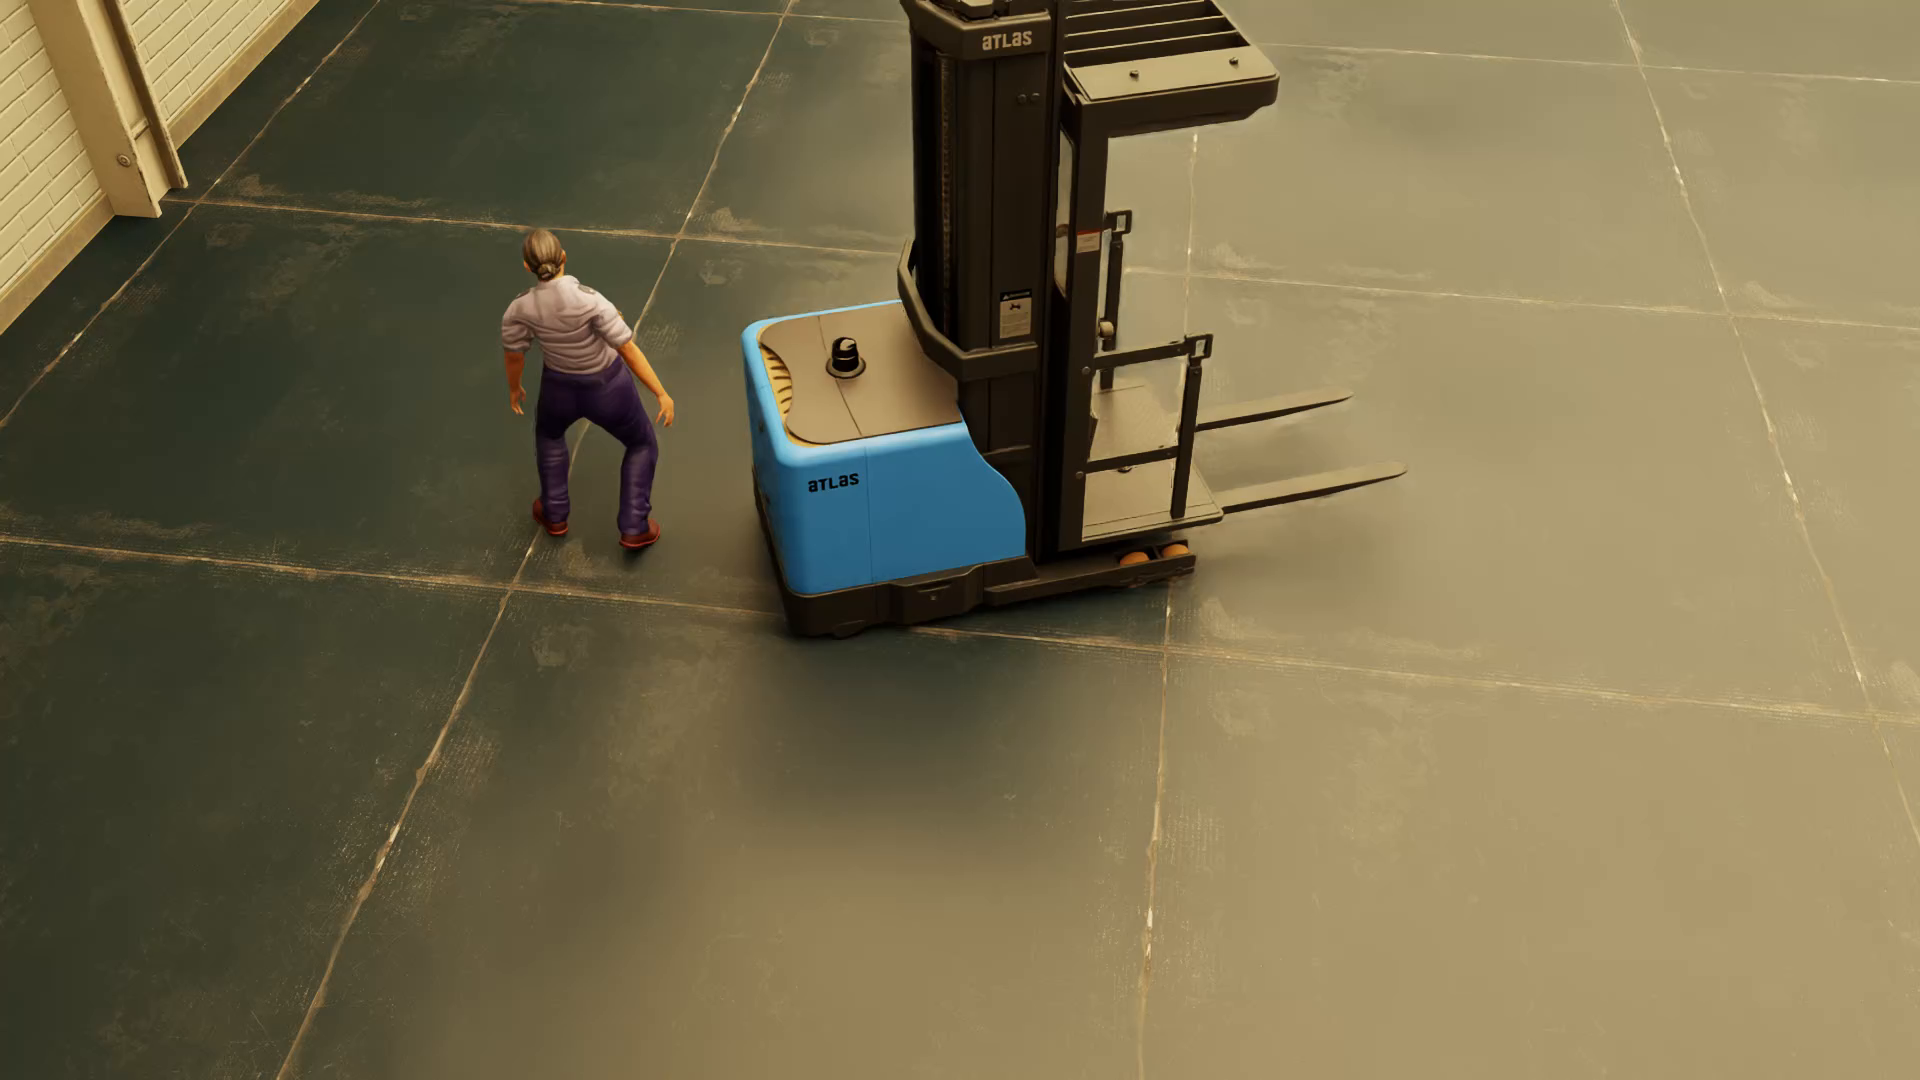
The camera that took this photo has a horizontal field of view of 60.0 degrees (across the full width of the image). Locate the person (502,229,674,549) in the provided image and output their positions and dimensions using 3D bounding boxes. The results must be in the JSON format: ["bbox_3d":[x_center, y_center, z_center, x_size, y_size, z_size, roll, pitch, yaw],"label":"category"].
[{"bbox_3d":[-1.671,-0.645,7.445,0.818,1.589,0.465,6,43,7],"label":"person"}]

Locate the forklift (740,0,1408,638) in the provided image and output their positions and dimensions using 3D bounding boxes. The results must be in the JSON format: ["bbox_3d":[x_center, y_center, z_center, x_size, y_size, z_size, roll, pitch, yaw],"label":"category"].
[{"bbox_3d":[0.591,-1.197,7.028,3.031,2.935,1.130,-10,44,-11],"label":"forklift"}]
